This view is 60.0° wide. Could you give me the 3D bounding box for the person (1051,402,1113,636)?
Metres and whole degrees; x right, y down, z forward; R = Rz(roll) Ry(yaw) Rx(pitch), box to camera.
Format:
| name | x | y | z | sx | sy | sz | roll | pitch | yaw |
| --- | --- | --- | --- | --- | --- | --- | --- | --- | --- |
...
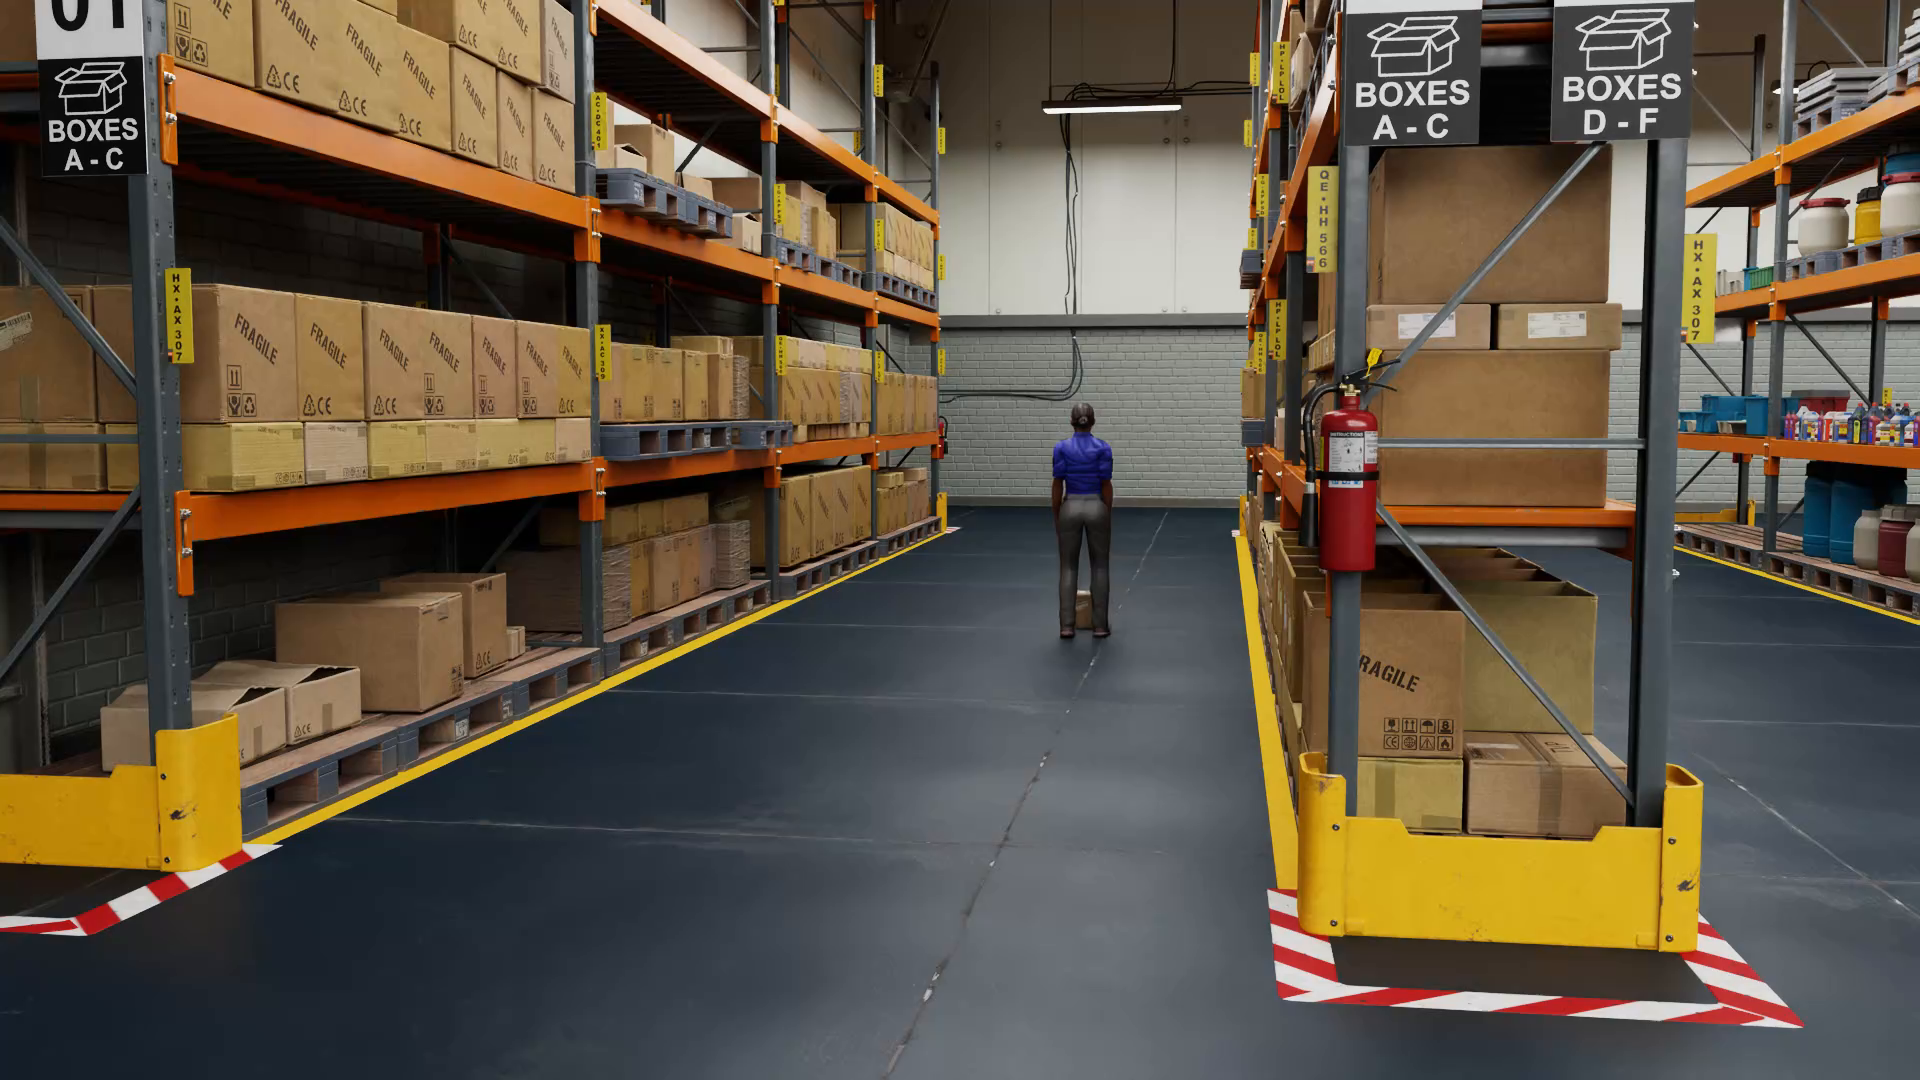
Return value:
| name | x | y | z | sx | sy | sz | roll | pitch | yaw |
| --- | --- | --- | --- | --- | --- | --- | --- | --- | --- |
| person | 0.865 | -0.133 | 11.766 | 0.437 | 1.650 | 0.307 | 1 | 5 | 10 |
